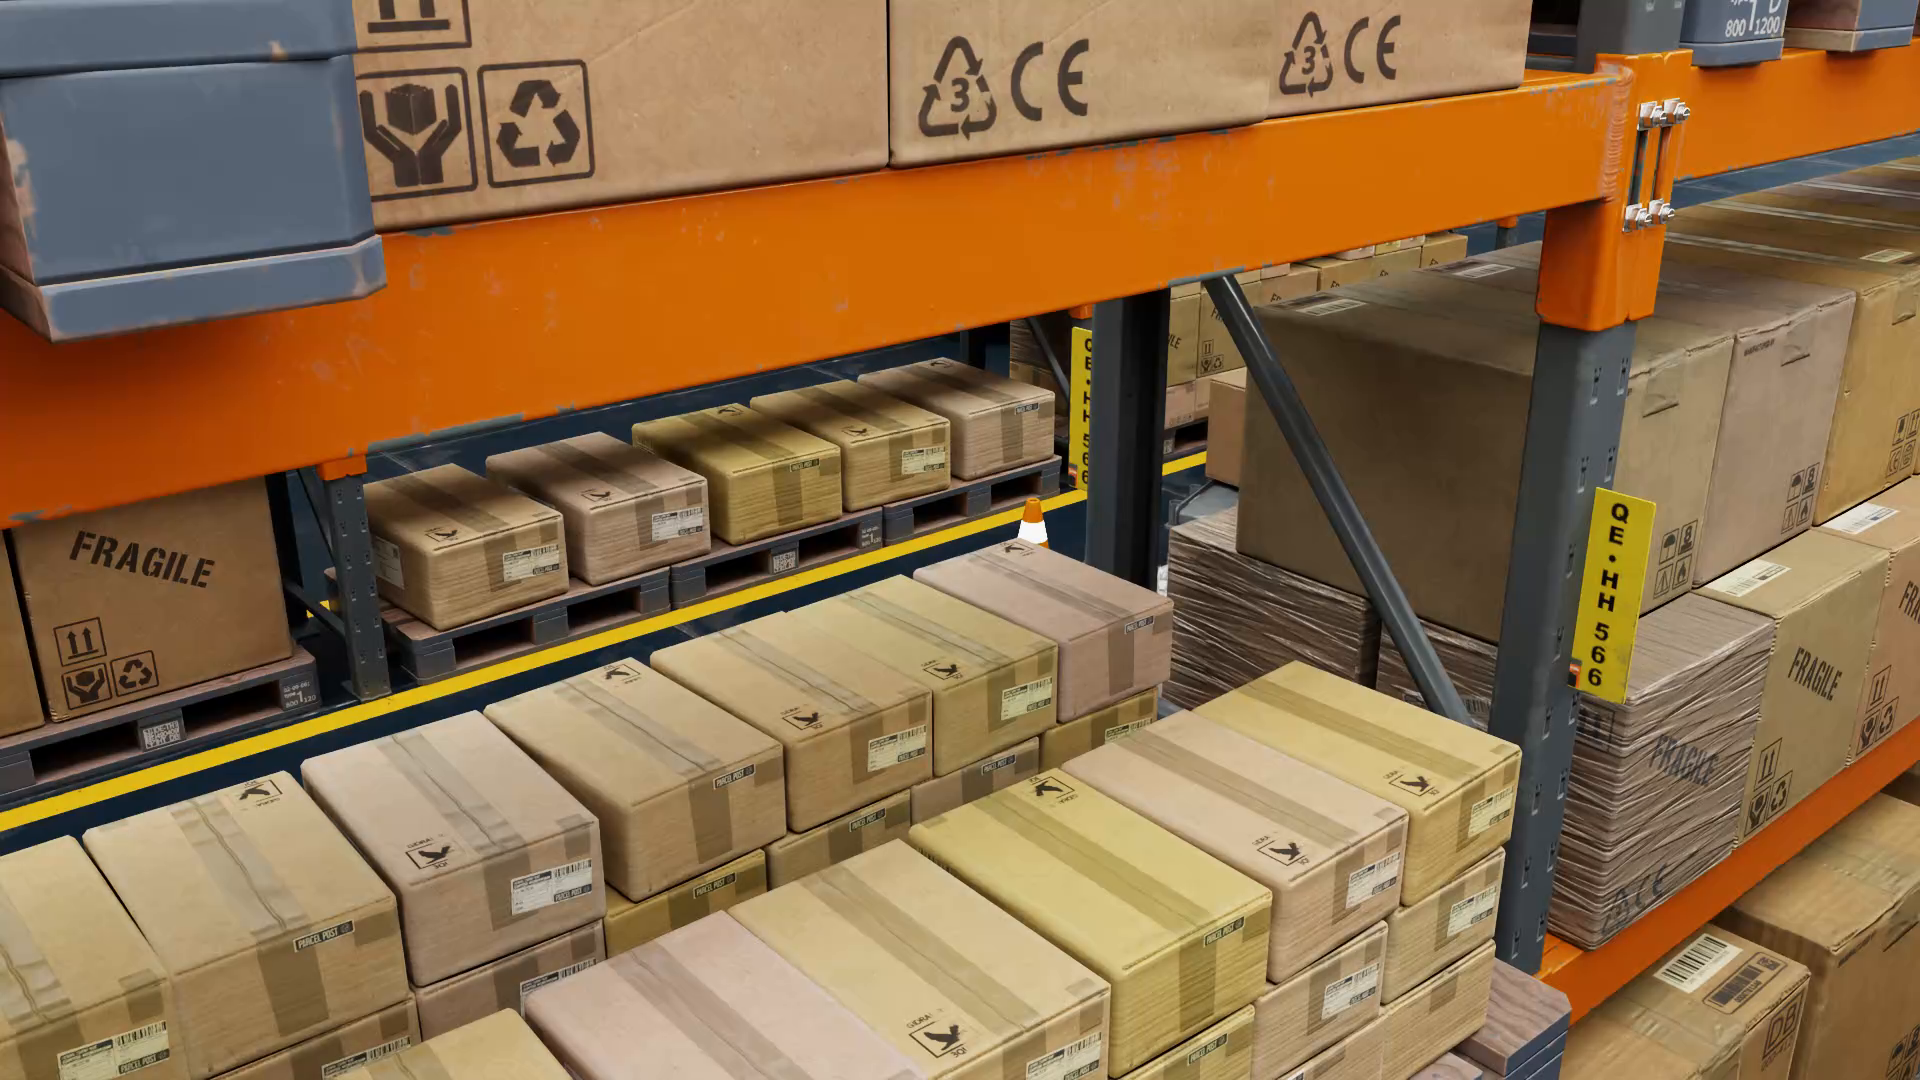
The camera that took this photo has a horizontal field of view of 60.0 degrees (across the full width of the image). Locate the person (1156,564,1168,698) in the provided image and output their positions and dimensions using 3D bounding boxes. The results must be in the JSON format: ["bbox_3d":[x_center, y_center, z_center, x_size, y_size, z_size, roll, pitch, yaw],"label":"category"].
[{"bbox_3d":[0.800,0.402,5.996,0.484,0.983,0.817,-17,27,-38],"label":"person"}]
